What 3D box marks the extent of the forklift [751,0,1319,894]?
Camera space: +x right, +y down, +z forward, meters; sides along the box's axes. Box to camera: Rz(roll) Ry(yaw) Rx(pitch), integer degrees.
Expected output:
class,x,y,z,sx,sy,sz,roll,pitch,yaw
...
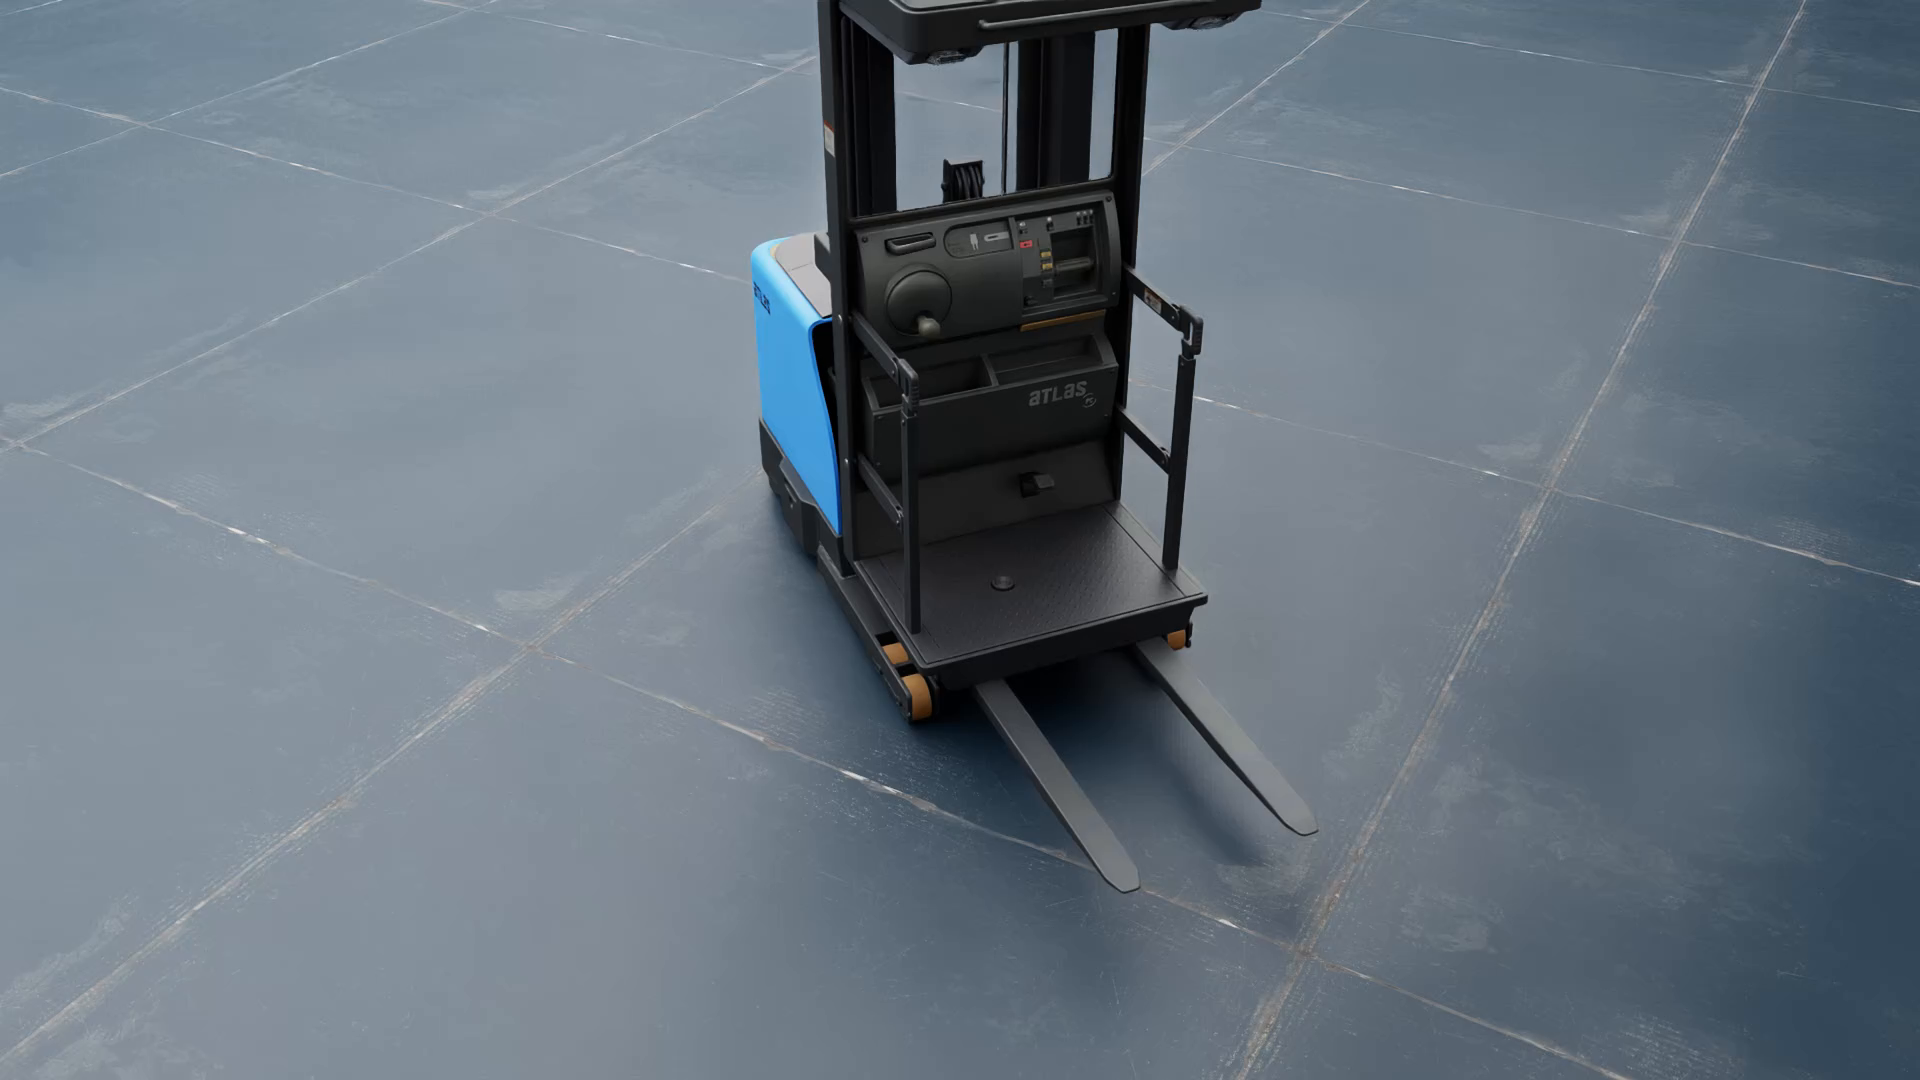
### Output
class,x,y,z,sx,sy,sz,roll,pitch,yaw
forklift,0.193,-0.857,5.393,1.130,2.935,3.031,-13,36,-19
